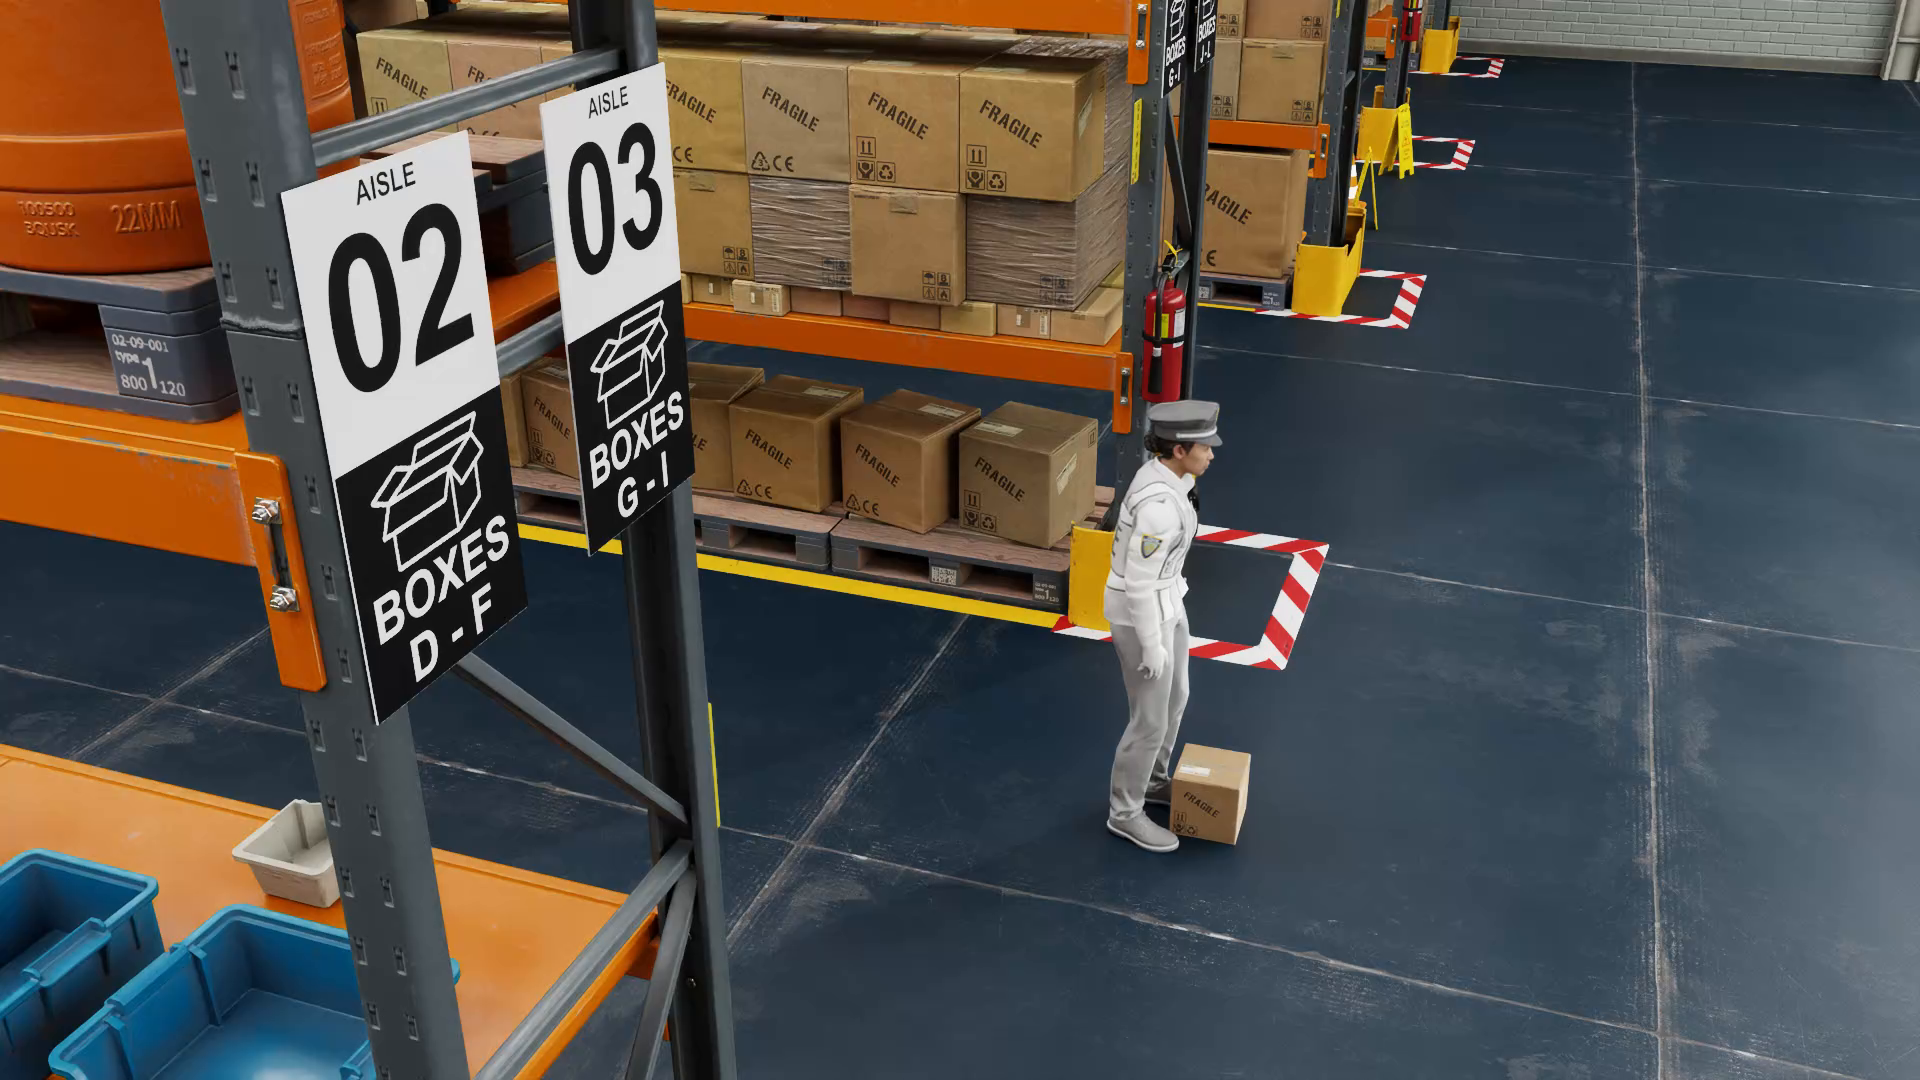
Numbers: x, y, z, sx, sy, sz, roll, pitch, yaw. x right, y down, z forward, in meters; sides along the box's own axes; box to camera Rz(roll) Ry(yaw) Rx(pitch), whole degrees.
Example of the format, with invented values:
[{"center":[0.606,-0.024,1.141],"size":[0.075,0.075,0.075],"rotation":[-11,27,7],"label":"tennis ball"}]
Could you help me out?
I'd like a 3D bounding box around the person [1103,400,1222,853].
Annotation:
[{"center":[0.730,0.288,6.016],"size":[0.415,1.661,0.539],"rotation":[7,27,14],"label":"person"}]
